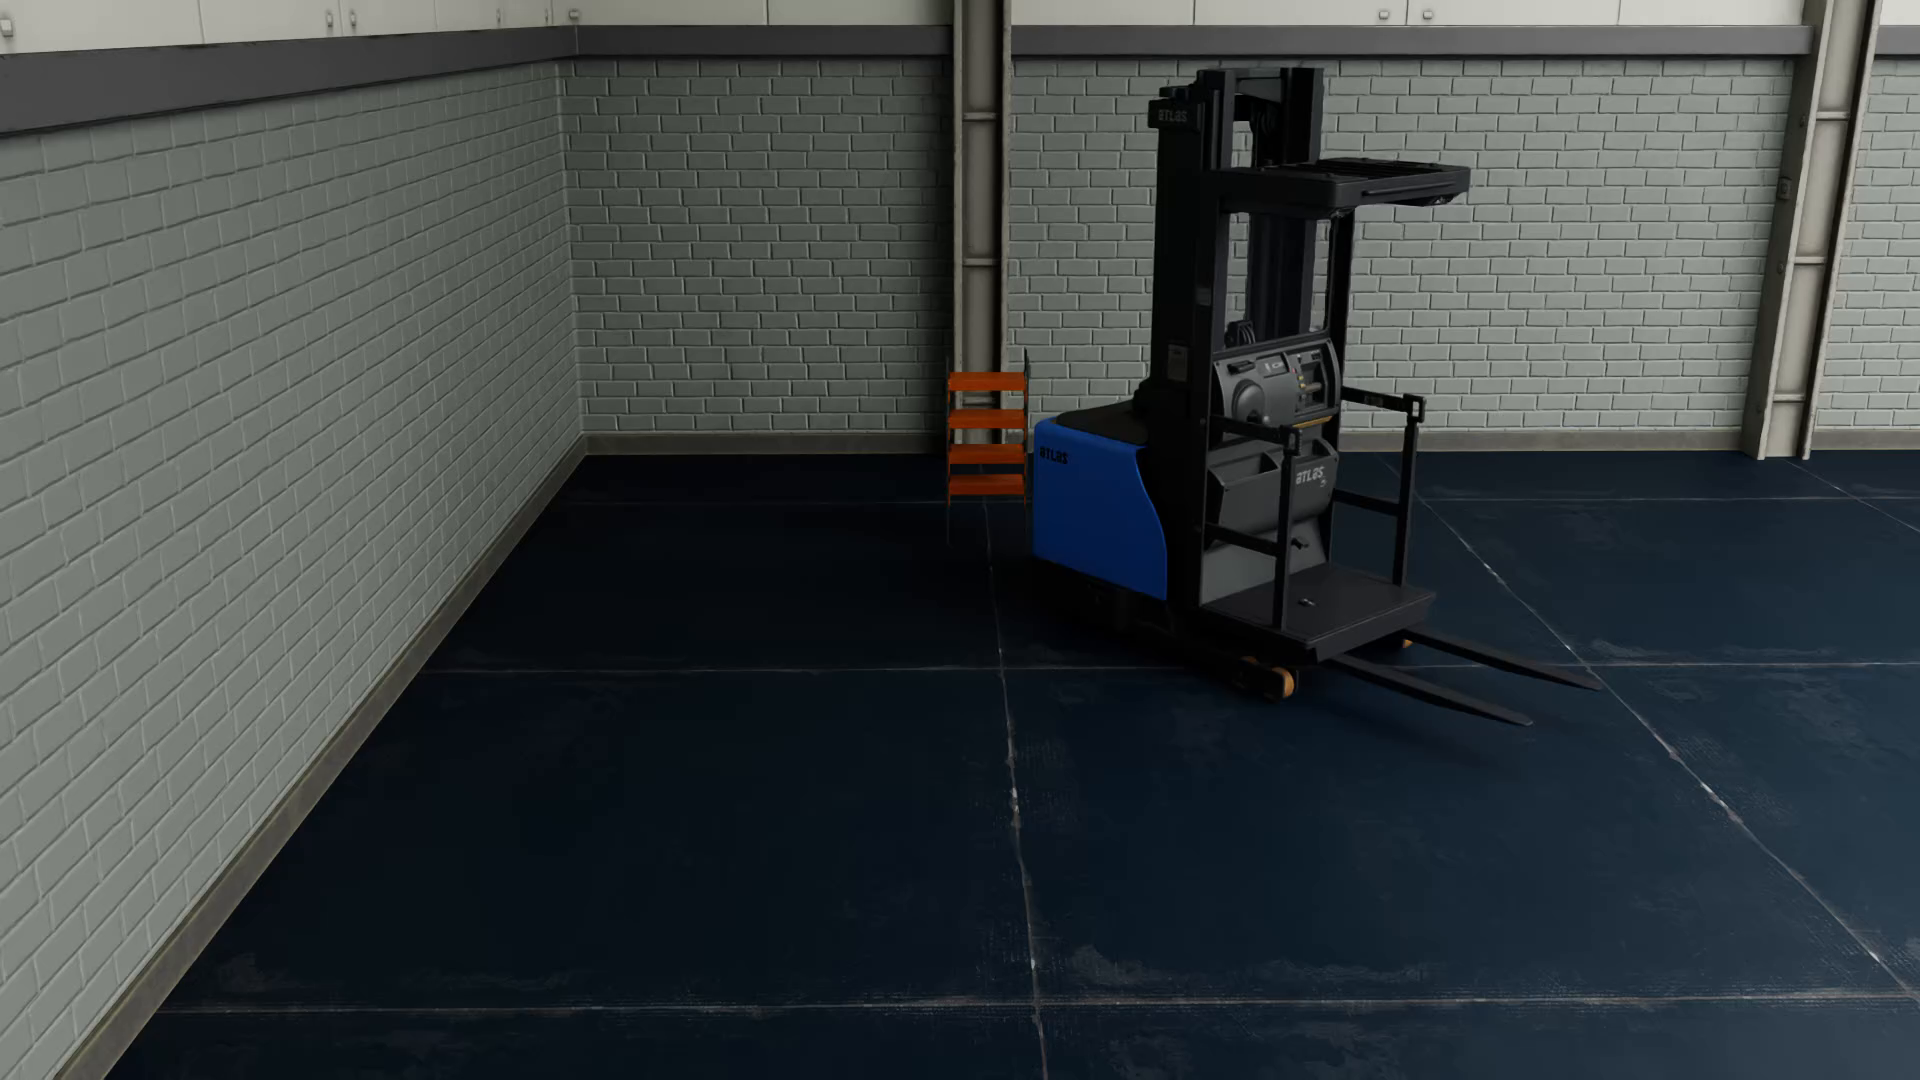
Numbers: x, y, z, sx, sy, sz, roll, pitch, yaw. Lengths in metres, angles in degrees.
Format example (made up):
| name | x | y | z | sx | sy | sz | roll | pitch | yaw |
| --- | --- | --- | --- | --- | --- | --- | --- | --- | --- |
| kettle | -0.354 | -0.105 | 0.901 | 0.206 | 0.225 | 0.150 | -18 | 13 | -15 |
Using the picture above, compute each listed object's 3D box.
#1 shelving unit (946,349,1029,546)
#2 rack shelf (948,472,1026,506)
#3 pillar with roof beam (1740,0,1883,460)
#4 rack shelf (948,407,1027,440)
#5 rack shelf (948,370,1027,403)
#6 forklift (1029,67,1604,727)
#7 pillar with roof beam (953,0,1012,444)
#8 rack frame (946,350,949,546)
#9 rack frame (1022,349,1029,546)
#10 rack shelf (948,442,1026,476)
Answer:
| name | x | y | z | sx | sy | sz | roll | pitch | yaw |
| --- | --- | --- | --- | --- | --- | --- | --- | --- | --- |
| shelving unit | 0.166 | -0.572 | 10.367 | 0.503 | 1.200 | 0.258 | 0 | 18 | -1 |
| rack shelf | 0.166 | -0.319 | 10.448 | 0.480 | 0.148 | 0.258 | 0 | 18 | -1 |
| pillar with roof beam | 6.217 | -3.619 | 7.097 | 0.400 | 9.000 | 9.100 | 0 | 18 | -1 |
| rack shelf | 0.166 | -0.721 | 10.319 | 0.480 | 0.148 | 0.258 | 0 | 18 | -1 |
| rack shelf | 0.166 | -0.946 | 10.247 | 0.480 | 0.148 | 0.258 | 0 | 18 | -1 |
| forklift | 1.736 | -0.785 | 8.197 | 1.130 | 2.935 | 3.031 | -15 | 23 | -39 |
| pillar with roof beam | 0.218 | -3.590 | 7.007 | 0.400 | 9.000 | 9.100 | 0 | 18 | -1 |
| rack frame | -0.078 | -0.571 | 10.363 | 0.015 | 1.200 | 0.240 | 0 | 18 | -1 |
| rack frame | 0.409 | -0.573 | 10.370 | 0.015 | 1.200 | 0.240 | 0 | 18 | -1 |
| rack shelf | 0.166 | -0.508 | 10.387 | 0.480 | 0.148 | 0.258 | 0 | 18 | -1 |
